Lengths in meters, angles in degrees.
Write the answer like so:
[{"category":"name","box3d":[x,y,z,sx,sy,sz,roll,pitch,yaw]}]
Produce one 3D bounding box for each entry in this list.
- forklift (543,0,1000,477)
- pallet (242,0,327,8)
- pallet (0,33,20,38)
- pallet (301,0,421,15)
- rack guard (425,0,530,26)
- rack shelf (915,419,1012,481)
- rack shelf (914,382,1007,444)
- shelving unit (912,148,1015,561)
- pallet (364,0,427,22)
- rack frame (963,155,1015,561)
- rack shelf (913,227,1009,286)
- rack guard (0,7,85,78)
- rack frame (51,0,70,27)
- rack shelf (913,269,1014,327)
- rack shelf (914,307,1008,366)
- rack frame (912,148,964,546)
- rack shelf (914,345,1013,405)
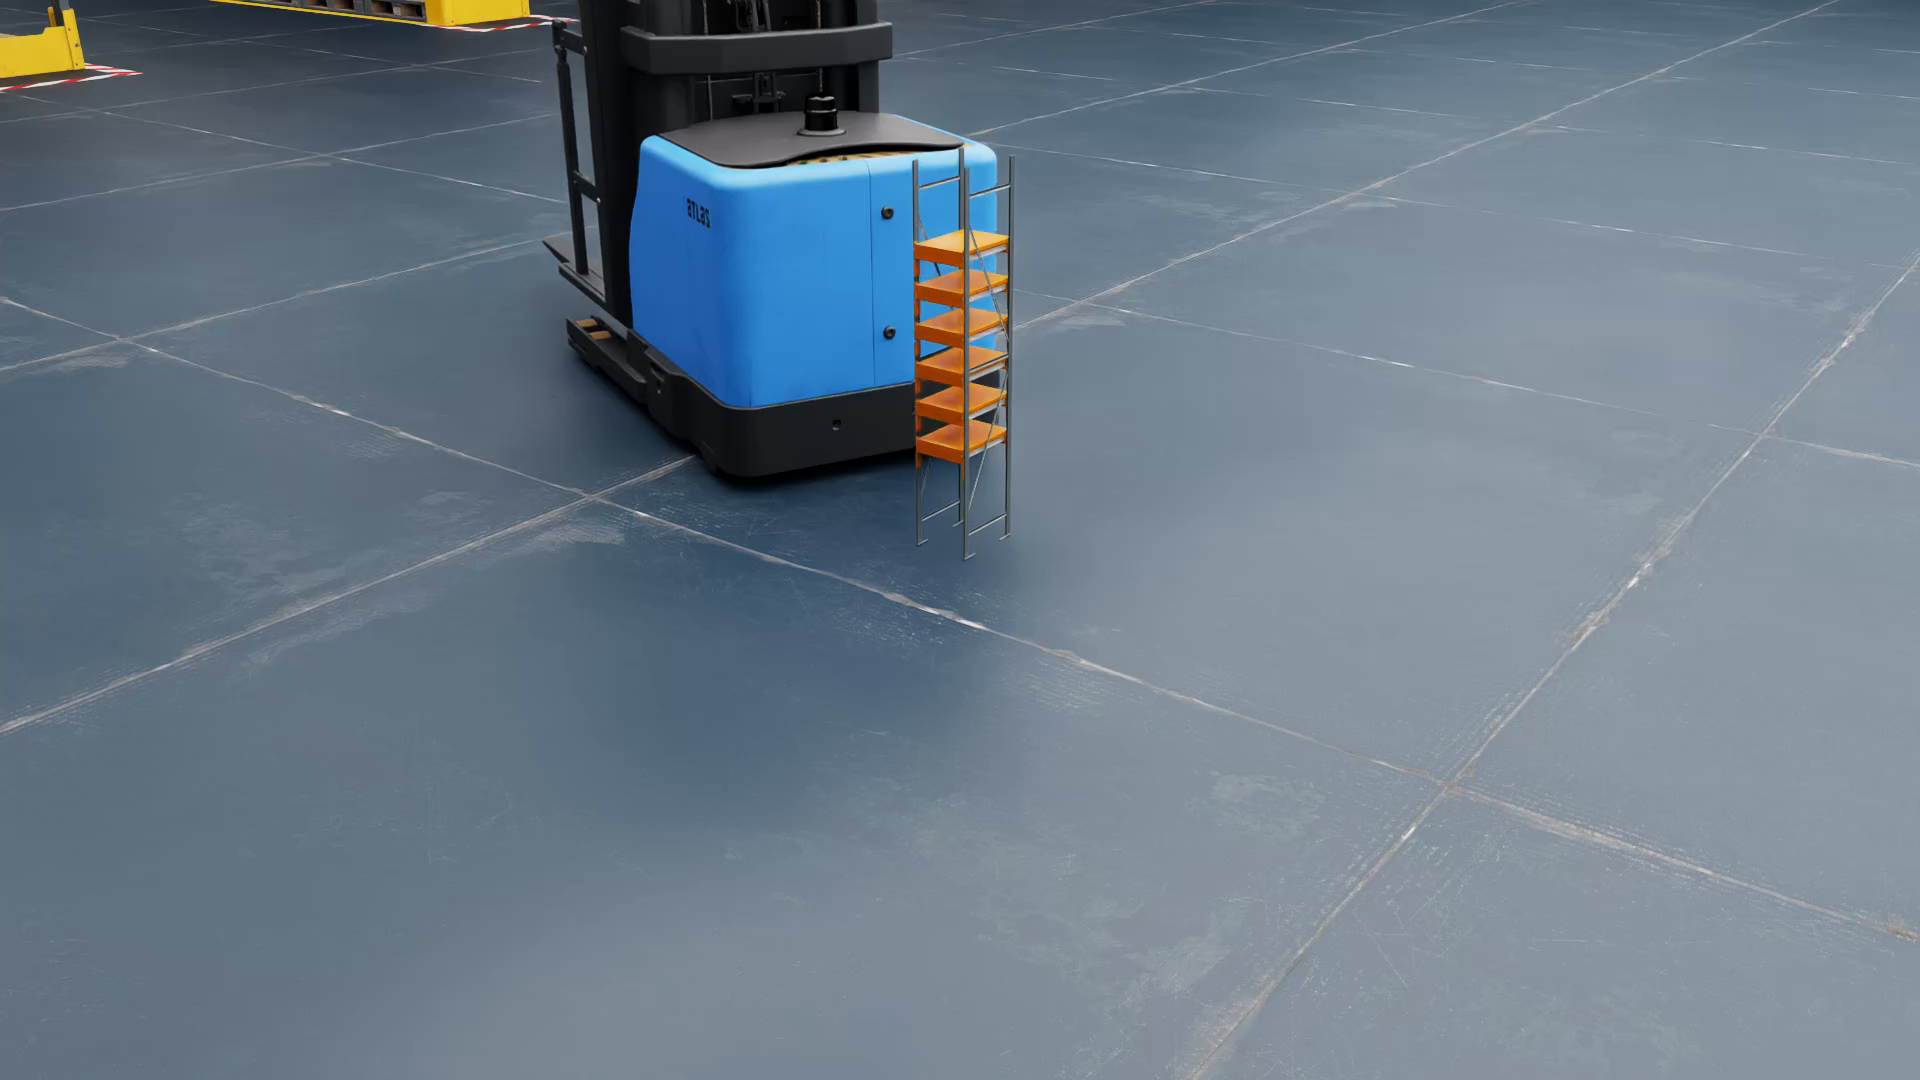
[{"category":"forklift","box3d":[-0.993,-2.109,6.401,1.130,2.935,3.031,-12,27,-25]},{"category":"pallet","box3d":[-7.803,-6.546,19.845,1.213,0.211,1.003,17,29,33]},{"category":"pallet","box3d":[-8.867,-4.333,14.823,1.213,0.211,1.003,17,29,33]},{"category":"pallet","box3d":[-6.822,-6.251,19.176,1.213,0.211,1.003,17,29,33]},{"category":"rack guard","box3d":[-5.221,-5.880,17.976,0.348,0.500,1.175,17,29,33]},{"category":"rack shelf","box3d":[0.012,-0.285,5.115,0.180,0.103,0.258,17,29,33]},{"category":"rack shelf","box3d":[0.012,-0.395,5.066,0.180,0.103,0.258,17,29,33]},{"category":"shelving unit","box3d":[0.012,-0.546,5.000,0.189,1.200,0.258,17,29,33]},{"category":"pallet","box3d":[-5.850,-5.956,18.506,1.213,0.211,1.003,17,29,33]},{"category":"rack frame","box3d":[0.085,-0.523,4.950,0.006,1.200,0.240,17,29,33]},{"category":"rack shelf","box3d":[0.012,-0.834,4.873,0.180,0.103,0.258,17,29,33]},{"category":"rack guard","box3d":[-8.220,-4.267,14.315,0.348,0.500,1.175,17,29,33]},{"category":"rack frame","box3d":[-8.131,-5.408,13.803,0.127,3.000,1.000,17,29,33]},{"category":"rack shelf","box3d":[0.012,-0.725,4.921,0.180,0.103,0.258,17,29,33]},{"category":"rack shelf","box3d":[0.012,-0.615,4.970,0.180,0.103,0.258,17,29,33]},{"category":"rack frame","box3d":[-0.062,-0.568,5.050,0.006,1.200,0.240,17,29,33]},{"category":"rack shelf","box3d":[0.012,-0.505,5.018,0.180,0.103,0.258,17,29,33]}]
